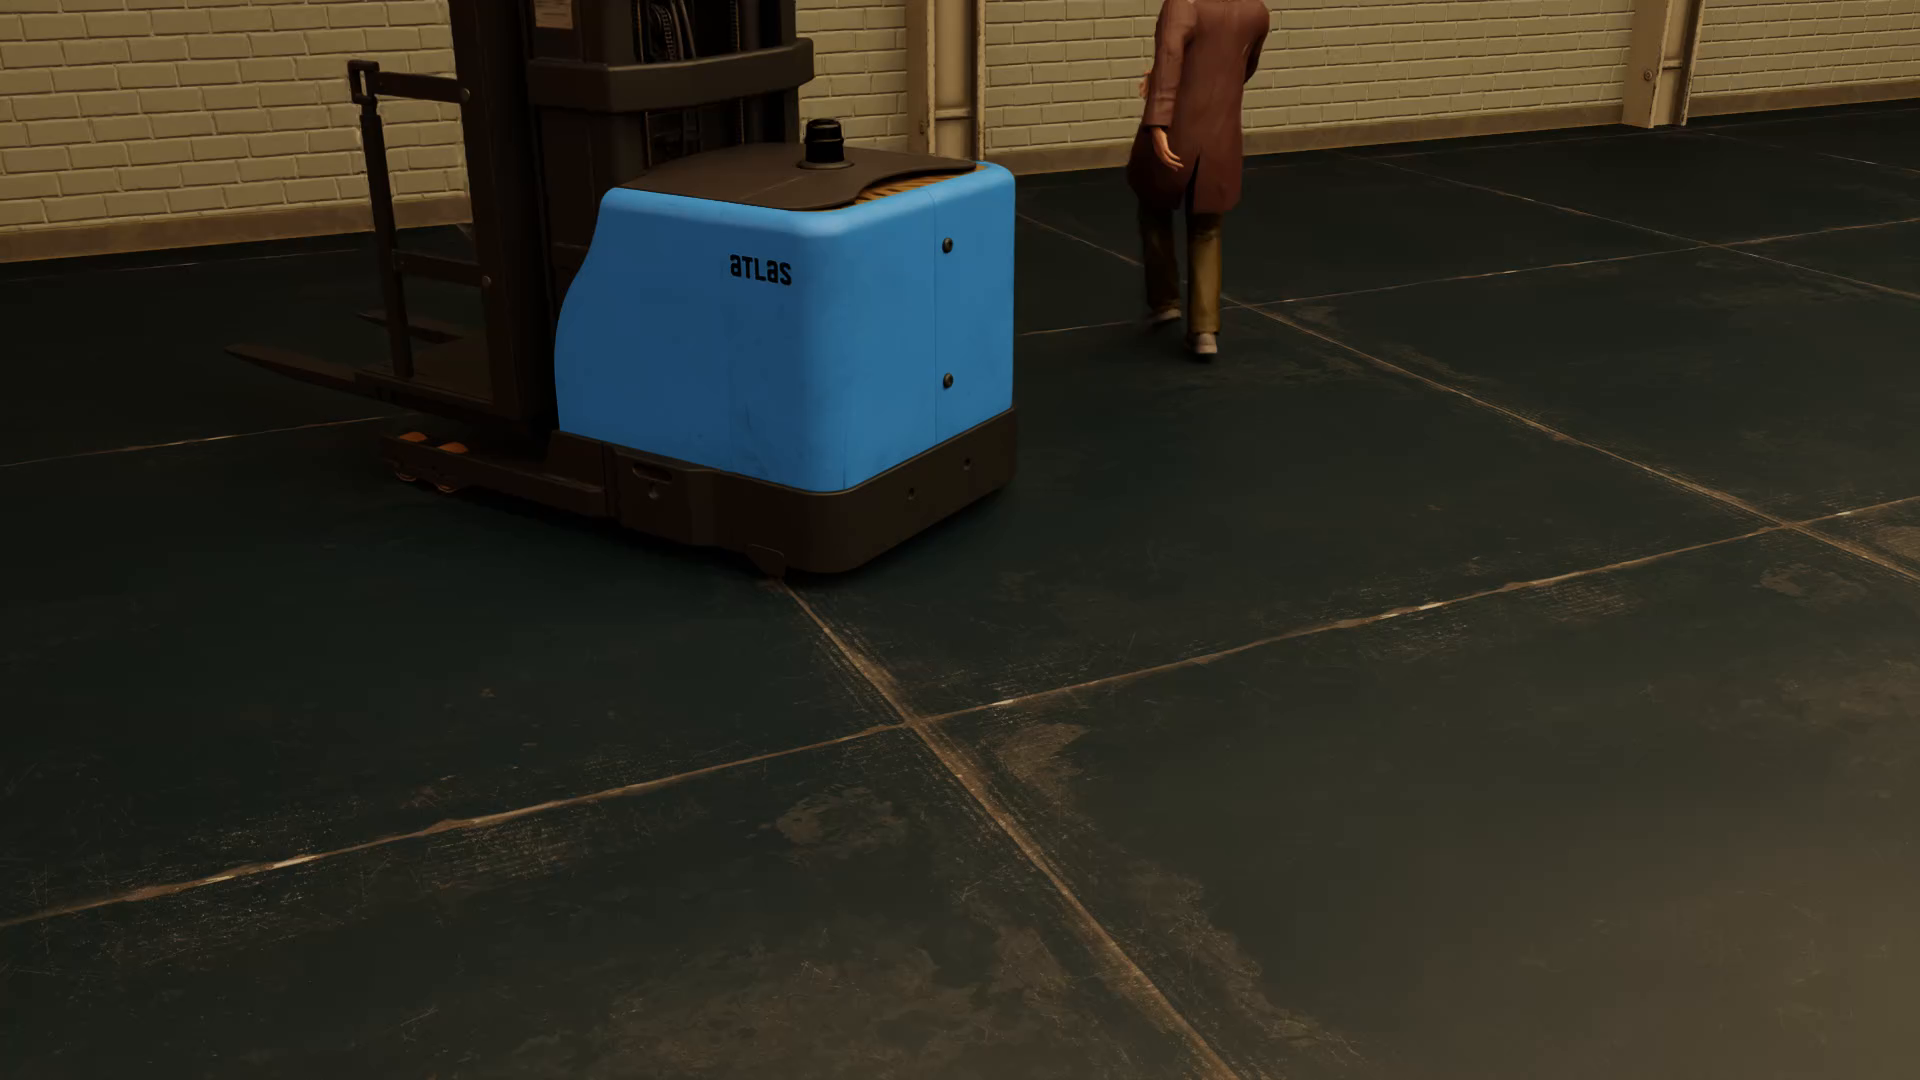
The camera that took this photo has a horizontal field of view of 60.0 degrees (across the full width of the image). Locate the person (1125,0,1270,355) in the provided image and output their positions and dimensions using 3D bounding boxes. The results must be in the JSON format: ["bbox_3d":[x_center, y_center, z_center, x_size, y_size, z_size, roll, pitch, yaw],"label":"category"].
[{"bbox_3d":[0.947,-1.616,6.845,0.628,1.761,0.964,-4,23,-8],"label":"person"}]

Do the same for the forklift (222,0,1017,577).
[{"bbox_3d":[-1.331,-1.662,5.286,3.031,2.935,1.130,14,26,30],"label":"forklift"}]
